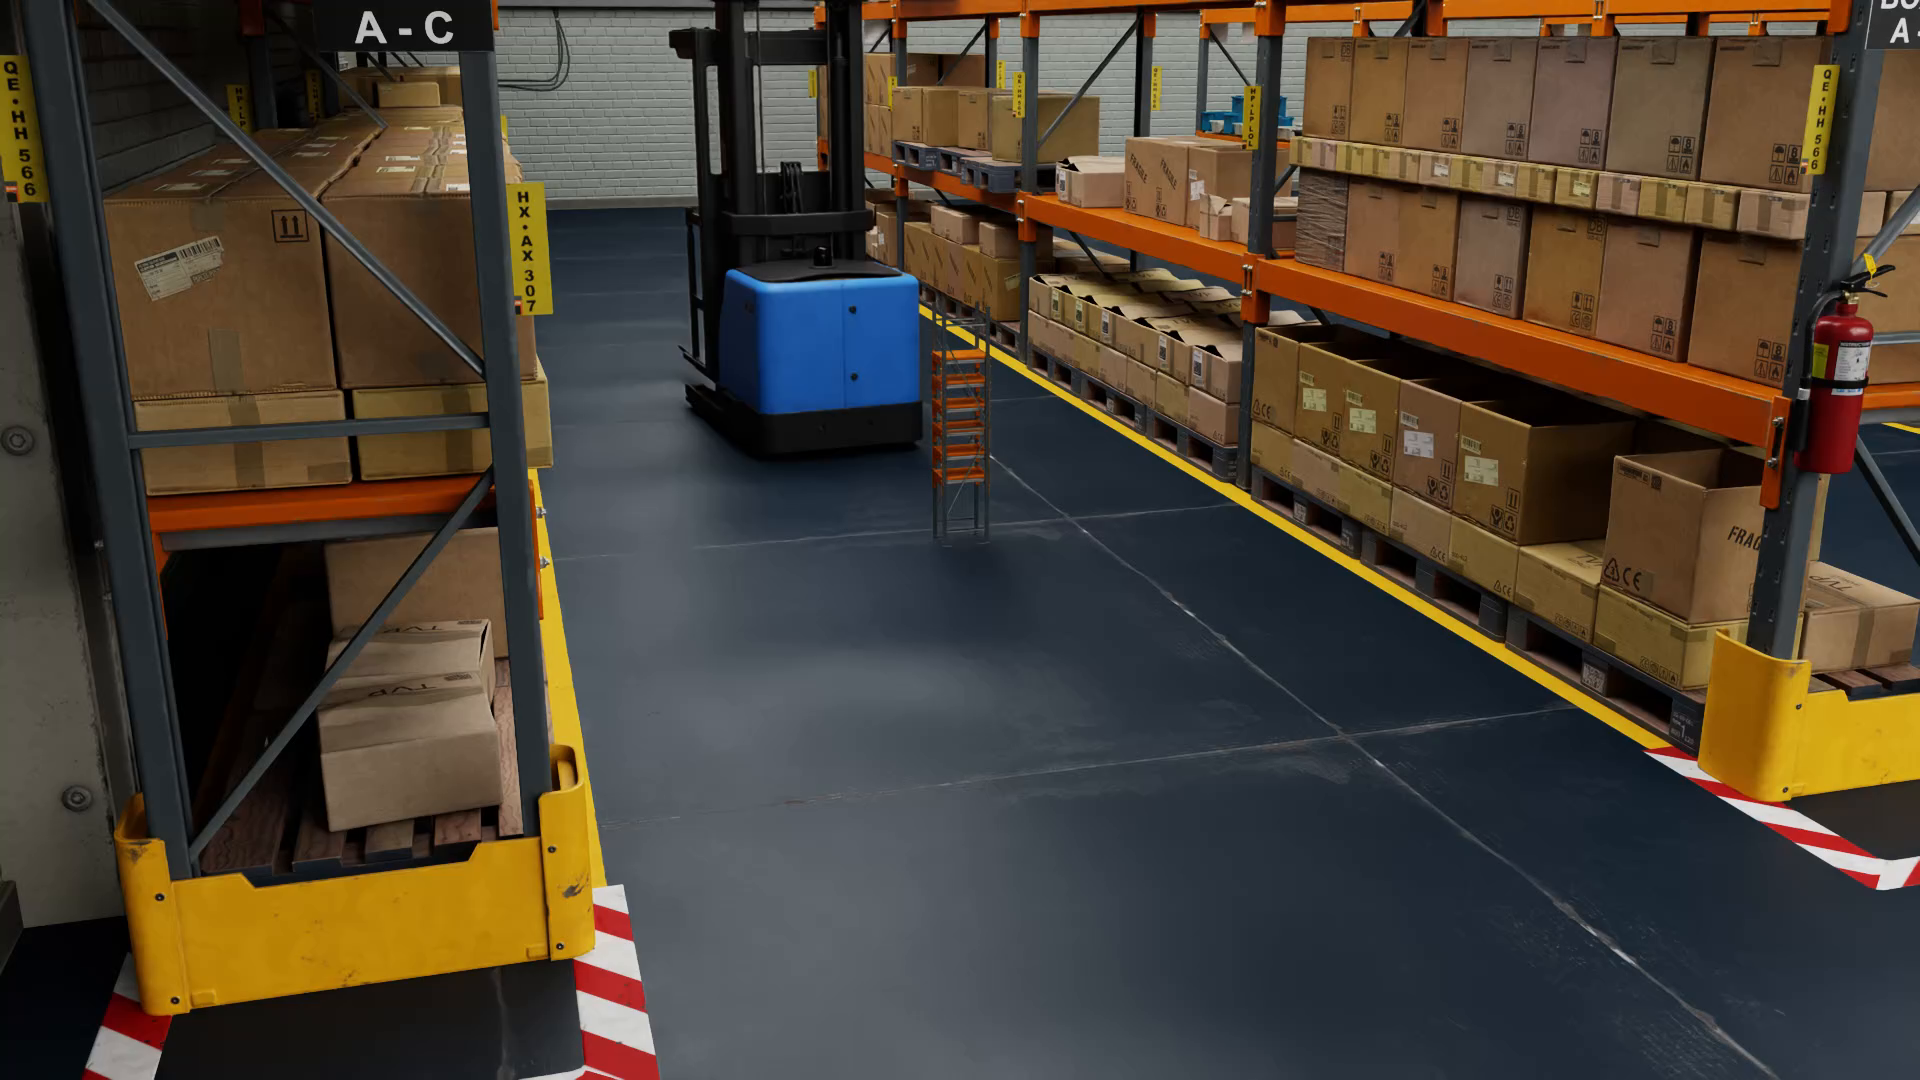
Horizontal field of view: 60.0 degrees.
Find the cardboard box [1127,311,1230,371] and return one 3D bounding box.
[{"bbox_3d":[1.394,-1.289,10.603,0.500,0.311,0.500,-5,17,-15],"label":"cardboard box"}]

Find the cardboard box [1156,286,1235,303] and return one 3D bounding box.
[{"bbox_3d":[1.632,-1.616,11.691,0.500,0.311,0.500,-5,17,-16],"label":"cardboard box"}]

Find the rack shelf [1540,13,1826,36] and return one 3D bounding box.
[{"bbox_3d":[8.843,-6.405,20.598,1.077,0.370,4.000,-5,17,-15],"label":"rack shelf"}]

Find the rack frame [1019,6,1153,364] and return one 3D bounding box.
[{"bbox_3d":[0.966,-2.871,12.797,1.000,3.000,0.127,-5,17,-15],"label":"rack frame"}]

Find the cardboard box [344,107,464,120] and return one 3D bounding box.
[{"bbox_3d":[-3.478,-2.456,10.474,0.700,0.500,0.500,-6,18,-20],"label":"cardboard box"}]

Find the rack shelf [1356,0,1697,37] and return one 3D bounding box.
[{"bbox_3d":[5.180,-4.907,15.611,1.077,0.370,4.000,-5,17,-15],"label":"rack shelf"}]

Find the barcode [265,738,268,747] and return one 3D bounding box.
[{"bbox_3d":[-2.091,0.635,5.017,0.001,0.075,0.075,-5,17,-15],"label":"barcode"}]

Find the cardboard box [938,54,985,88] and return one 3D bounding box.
[{"bbox_3d":[0.008,-4.657,16.830,0.500,0.500,0.500,-4,17,-14],"label":"cardboard box"}]

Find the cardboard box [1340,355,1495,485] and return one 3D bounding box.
[{"bbox_3d":[2.167,-0.579,7.911,0.500,0.500,0.500,-5,17,-15],"label":"cardboard box"}]

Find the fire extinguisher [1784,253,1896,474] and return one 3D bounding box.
[{"bbox_3d":[2.750,-0.552,5.210,0.296,0.674,0.183,-5,17,-15],"label":"fire extinguisher"}]

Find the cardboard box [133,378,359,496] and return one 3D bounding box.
[{"bbox_3d":[-1.912,-0.318,4.521,0.500,0.250,0.500,-4,17,-14],"label":"cardboard box"}]

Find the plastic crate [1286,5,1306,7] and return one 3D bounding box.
[{"bbox_3d":[3.843,-6.217,18.927,0.437,0.282,0.530,-5,17,-15],"label":"plastic crate"}]

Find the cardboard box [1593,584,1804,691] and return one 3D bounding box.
[{"bbox_3d":[2.733,0.332,6.181,0.500,0.250,0.500,-5,17,-15],"label":"cardboard box"}]

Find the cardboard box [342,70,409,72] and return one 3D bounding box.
[{"bbox_3d":[-4.587,-3.569,13.091,0.500,0.250,0.500,-5,17,-17],"label":"cardboard box"}]

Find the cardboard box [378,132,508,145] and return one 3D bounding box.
[{"bbox_3d":[-2.127,-1.425,6.905,0.500,0.500,0.500,-5,17,-16],"label":"cardboard box"}]

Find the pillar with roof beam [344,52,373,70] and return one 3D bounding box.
[{"bbox_3d":[-3.429,-8.584,21.385,9.100,9.000,0.400,-5,17,-15],"label":"pillar with roof beam"}]

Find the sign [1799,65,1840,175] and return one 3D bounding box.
[{"bbox_3d":[2.639,-1.287,5.099,0.100,0.325,0.005,-5,17,-15],"label":"sign"}]

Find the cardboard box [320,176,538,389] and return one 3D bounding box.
[{"bbox_3d":[-1.440,-0.719,4.552,0.500,0.500,0.500,-5,17,-15],"label":"cardboard box"}]

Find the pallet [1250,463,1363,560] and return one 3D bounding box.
[{"bbox_3d":[2.243,-0.206,8.771,1.003,0.211,1.213,-5,17,-15],"label":"pallet"}]

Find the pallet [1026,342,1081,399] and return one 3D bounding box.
[{"bbox_3d":[1.155,-1.305,12.430,1.003,0.211,1.213,-5,17,-15],"label":"pallet"}]

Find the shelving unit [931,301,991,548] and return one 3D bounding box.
[{"bbox_3d":[0.004,-0.571,8.266,0.258,1.200,0.189,-5,17,-15],"label":"shelving unit"}]

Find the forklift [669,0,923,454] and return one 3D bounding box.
[{"bbox_3d":[-1.249,-2.300,11.015,1.130,2.935,3.031,-7,18,-21],"label":"forklift"}]

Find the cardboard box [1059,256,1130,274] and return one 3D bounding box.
[{"bbox_3d":[1.116,-2.033,13.588,0.500,0.500,0.500,-4,17,-13],"label":"cardboard box"}]

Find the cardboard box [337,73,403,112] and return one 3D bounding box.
[{"bbox_3d":[-4.170,-3.143,11.671,0.500,0.250,0.500,-4,17,-14],"label":"cardboard box"}]

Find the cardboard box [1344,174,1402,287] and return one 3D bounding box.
[{"bbox_3d":[2.344,-1.545,8.208,0.700,0.500,0.500,-5,17,-16],"label":"cardboard box"}]

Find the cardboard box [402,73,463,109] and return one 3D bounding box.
[{"bbox_3d":[-3.681,-3.192,11.834,0.500,0.250,0.500,-4,17,-14],"label":"cardboard box"}]

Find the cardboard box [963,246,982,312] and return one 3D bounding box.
[{"bbox_3d":[0.341,-2.268,14.369,0.500,0.500,0.500,-5,18,-17],"label":"cardboard box"}]

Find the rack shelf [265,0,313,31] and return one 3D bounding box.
[{"bbox_3d":[-3.246,-3.018,9.320,1.077,0.370,4.000,-5,17,-15],"label":"rack shelf"}]

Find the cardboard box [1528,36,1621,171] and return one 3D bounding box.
[{"bbox_3d":[2.745,-1.757,6.658,0.700,0.500,0.500,-5,17,-15],"label":"cardboard box"}]

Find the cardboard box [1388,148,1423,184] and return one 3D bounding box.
[{"bbox_3d":[2.235,-1.751,7.767,0.380,0.149,0.250,-5,18,-17],"label":"cardboard box"}]

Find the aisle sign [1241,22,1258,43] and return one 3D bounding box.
[{"bbox_3d":[3.793,-6.763,21.233,0.394,0.787,0.004,-5,17,-15],"label":"aisle sign"}]

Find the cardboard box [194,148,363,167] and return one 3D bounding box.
[{"bbox_3d":[-2.345,-1.098,5.817,0.500,0.500,0.500,-4,17,-14],"label":"cardboard box"}]

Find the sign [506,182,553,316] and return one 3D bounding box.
[{"bbox_3d":[-1.076,-0.723,4.141,0.100,0.325,0.005,-5,17,-15],"label":"sign"}]

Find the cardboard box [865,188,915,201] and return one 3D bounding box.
[{"bbox_3d":[-0.846,-3.967,20.024,0.500,0.500,0.500,-5,17,-15],"label":"cardboard box"}]

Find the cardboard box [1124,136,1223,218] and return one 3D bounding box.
[{"bbox_3d":[1.443,-2.456,11.242,0.500,0.500,0.500,-6,18,-18],"label":"cardboard box"}]

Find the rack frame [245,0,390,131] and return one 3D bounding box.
[{"bbox_3d":[-2.697,-1.372,7.806,1.000,3.000,0.127,-5,17,-15],"label":"rack frame"}]

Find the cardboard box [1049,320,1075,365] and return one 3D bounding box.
[{"bbox_3d":[0.966,-1.449,12.110,0.500,0.250,0.500,-5,17,-17],"label":"cardboard box"}]

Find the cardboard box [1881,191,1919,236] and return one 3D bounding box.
[{"bbox_3d":[3.264,-1.143,5.740,0.380,0.149,0.250,-5,17,-16],"label":"cardboard box"}]

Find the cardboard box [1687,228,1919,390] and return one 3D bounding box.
[{"bbox_3d":[3.048,-0.837,5.849,0.700,0.500,0.500,-5,17,-15],"label":"cardboard box"}]

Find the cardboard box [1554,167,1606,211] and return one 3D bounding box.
[{"bbox_3d":[2.593,-1.393,6.574,0.380,0.149,0.250,-4,17,-14],"label":"cardboard box"}]

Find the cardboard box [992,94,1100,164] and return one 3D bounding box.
[{"bbox_3d":[0.685,-3.286,13.272,0.700,0.500,0.500,-12,20,-34],"label":"cardboard box"}]

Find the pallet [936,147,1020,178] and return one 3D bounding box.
[{"bbox_3d":[0.427,-3.317,14.614,1.003,0.211,1.213,-5,17,-15],"label":"pallet"}]

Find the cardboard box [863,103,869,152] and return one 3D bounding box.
[{"bbox_3d":[-0.804,-4.428,17.806,0.500,0.500,0.500,-4,17,-14],"label":"cardboard box"}]

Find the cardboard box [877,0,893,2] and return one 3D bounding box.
[{"bbox_3d":[-0.523,-5.456,16.448,0.500,0.250,0.500,-5,17,-15],"label":"cardboard box"}]

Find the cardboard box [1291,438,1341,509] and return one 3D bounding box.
[{"bbox_3d":[2.034,-0.358,8.480,0.500,0.250,0.500,-5,17,-15],"label":"cardboard box"}]

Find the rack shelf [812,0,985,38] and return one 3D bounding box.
[{"bbox_3d":[-0.683,-5.623,17.994,1.077,0.370,4.000,-5,17,-15],"label":"rack shelf"}]

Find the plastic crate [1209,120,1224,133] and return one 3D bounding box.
[{"bbox_3d":[3.291,-5.188,20.862,0.250,0.136,0.298,-5,17,-15],"label":"plastic crate"}]

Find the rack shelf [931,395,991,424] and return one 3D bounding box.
[{"bbox_3d":[0.004,-0.643,8.244,0.258,0.103,0.180,-5,17,-15],"label":"rack shelf"}]

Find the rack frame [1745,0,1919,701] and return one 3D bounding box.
[{"bbox_3d":[3.165,-0.658,5.430,1.000,3.000,0.127,-5,17,-15],"label":"rack frame"}]

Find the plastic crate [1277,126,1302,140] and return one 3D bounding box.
[{"bbox_3d":[3.863,-4.729,19.334,0.293,0.136,0.466,-5,17,-15],"label":"plastic crate"}]

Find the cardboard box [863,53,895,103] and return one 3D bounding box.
[{"bbox_3d":[-0.803,-4.905,17.655,0.500,0.500,0.500,-5,17,-15],"label":"cardboard box"}]

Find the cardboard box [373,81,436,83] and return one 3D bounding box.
[{"bbox_3d":[-3.672,-2.955,11.009,0.380,0.149,0.250,-7,18,-22],"label":"cardboard box"}]

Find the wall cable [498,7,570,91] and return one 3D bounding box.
[{"bbox_3d":[-7.205,-7.670,23.743,3.097,2.526,0.112,-5,17,-15],"label":"wall cable"}]

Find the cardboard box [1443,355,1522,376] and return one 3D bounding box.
[{"bbox_3d":[2.670,-0.620,8.048,0.500,0.500,0.500,-5,17,-15],"label":"cardboard box"}]

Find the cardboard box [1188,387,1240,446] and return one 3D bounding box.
[{"bbox_3d":[1.673,-0.741,9.754,0.500,0.250,0.500,-5,17,-16],"label":"cardboard box"}]
